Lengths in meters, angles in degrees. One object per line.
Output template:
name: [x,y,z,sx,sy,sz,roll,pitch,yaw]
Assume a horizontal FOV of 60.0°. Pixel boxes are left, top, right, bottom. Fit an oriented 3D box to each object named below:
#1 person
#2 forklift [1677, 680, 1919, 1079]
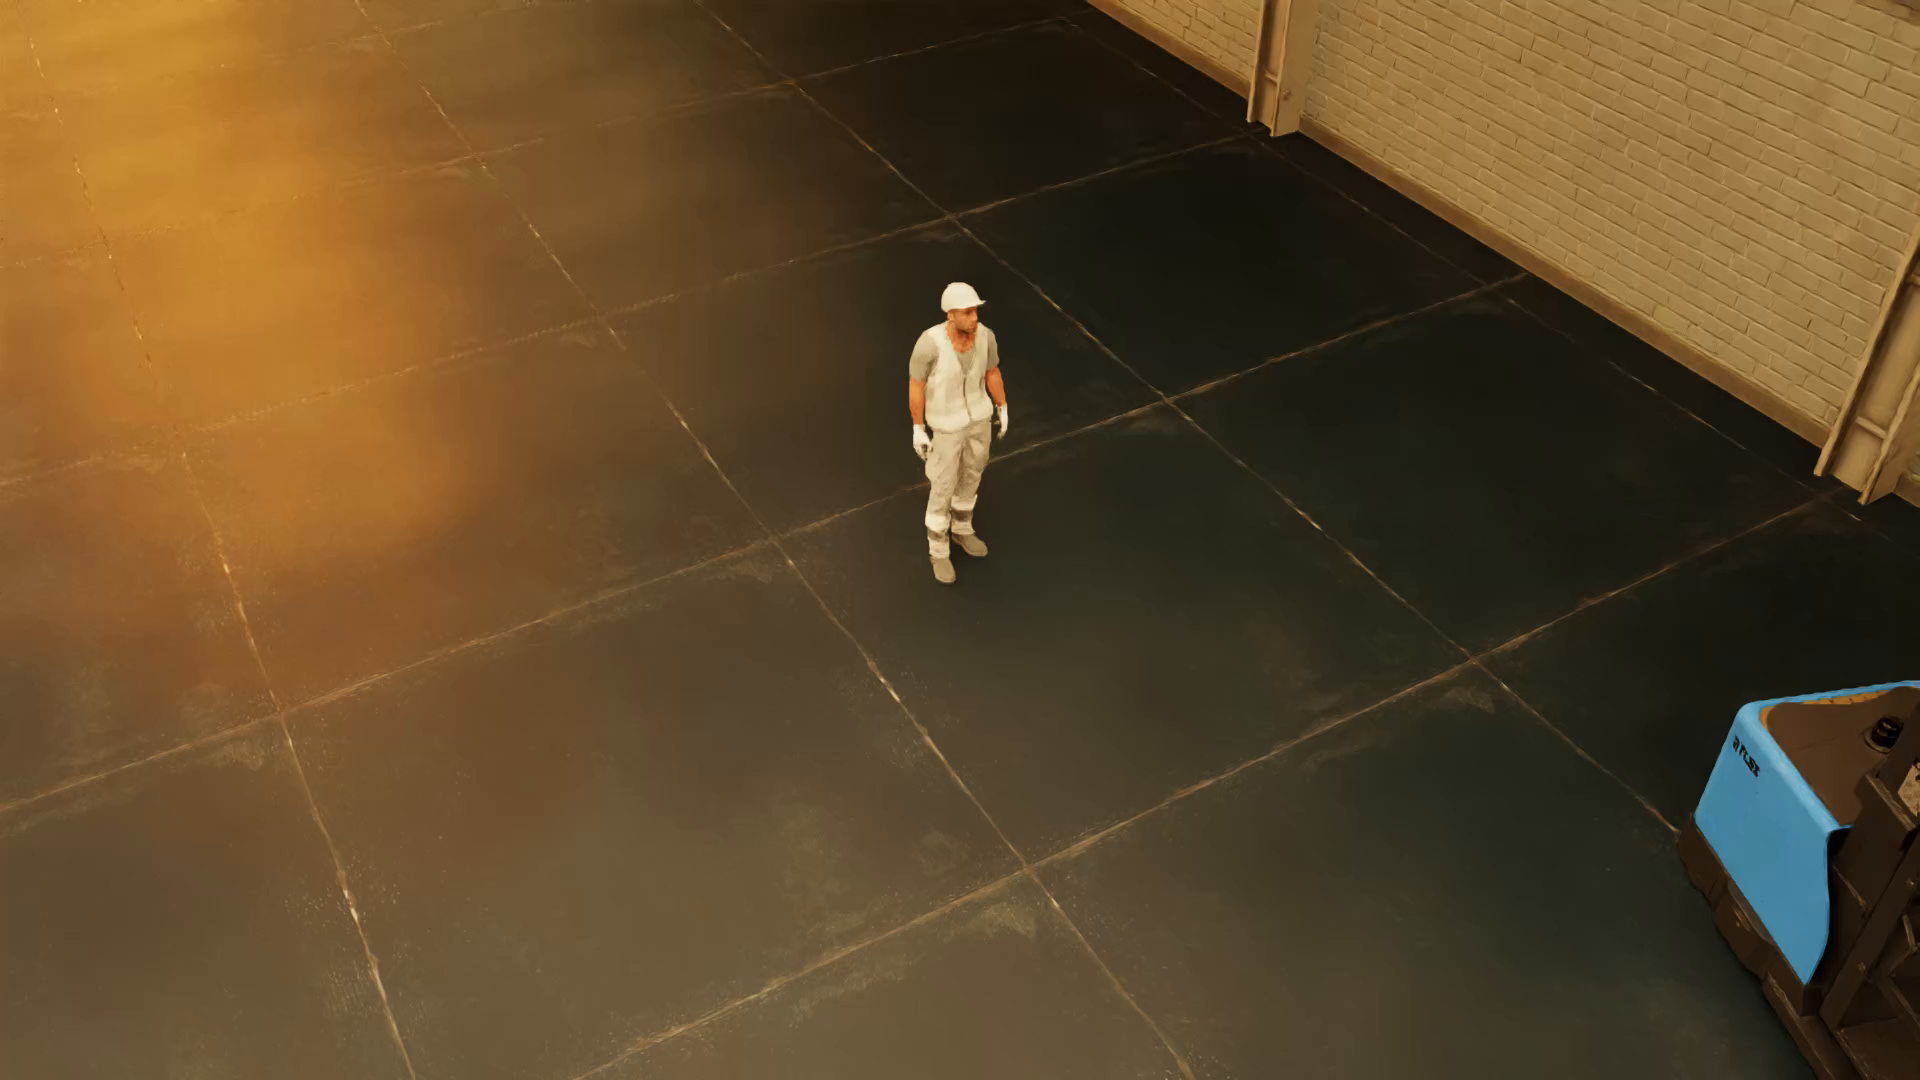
person: [0.031,-0.646,9.699,0.637,1.787,0.563,-20,44,-23]
forklift: [4.364,1.331,6.432,1.130,2.935,3.031,-7,40,-8]
